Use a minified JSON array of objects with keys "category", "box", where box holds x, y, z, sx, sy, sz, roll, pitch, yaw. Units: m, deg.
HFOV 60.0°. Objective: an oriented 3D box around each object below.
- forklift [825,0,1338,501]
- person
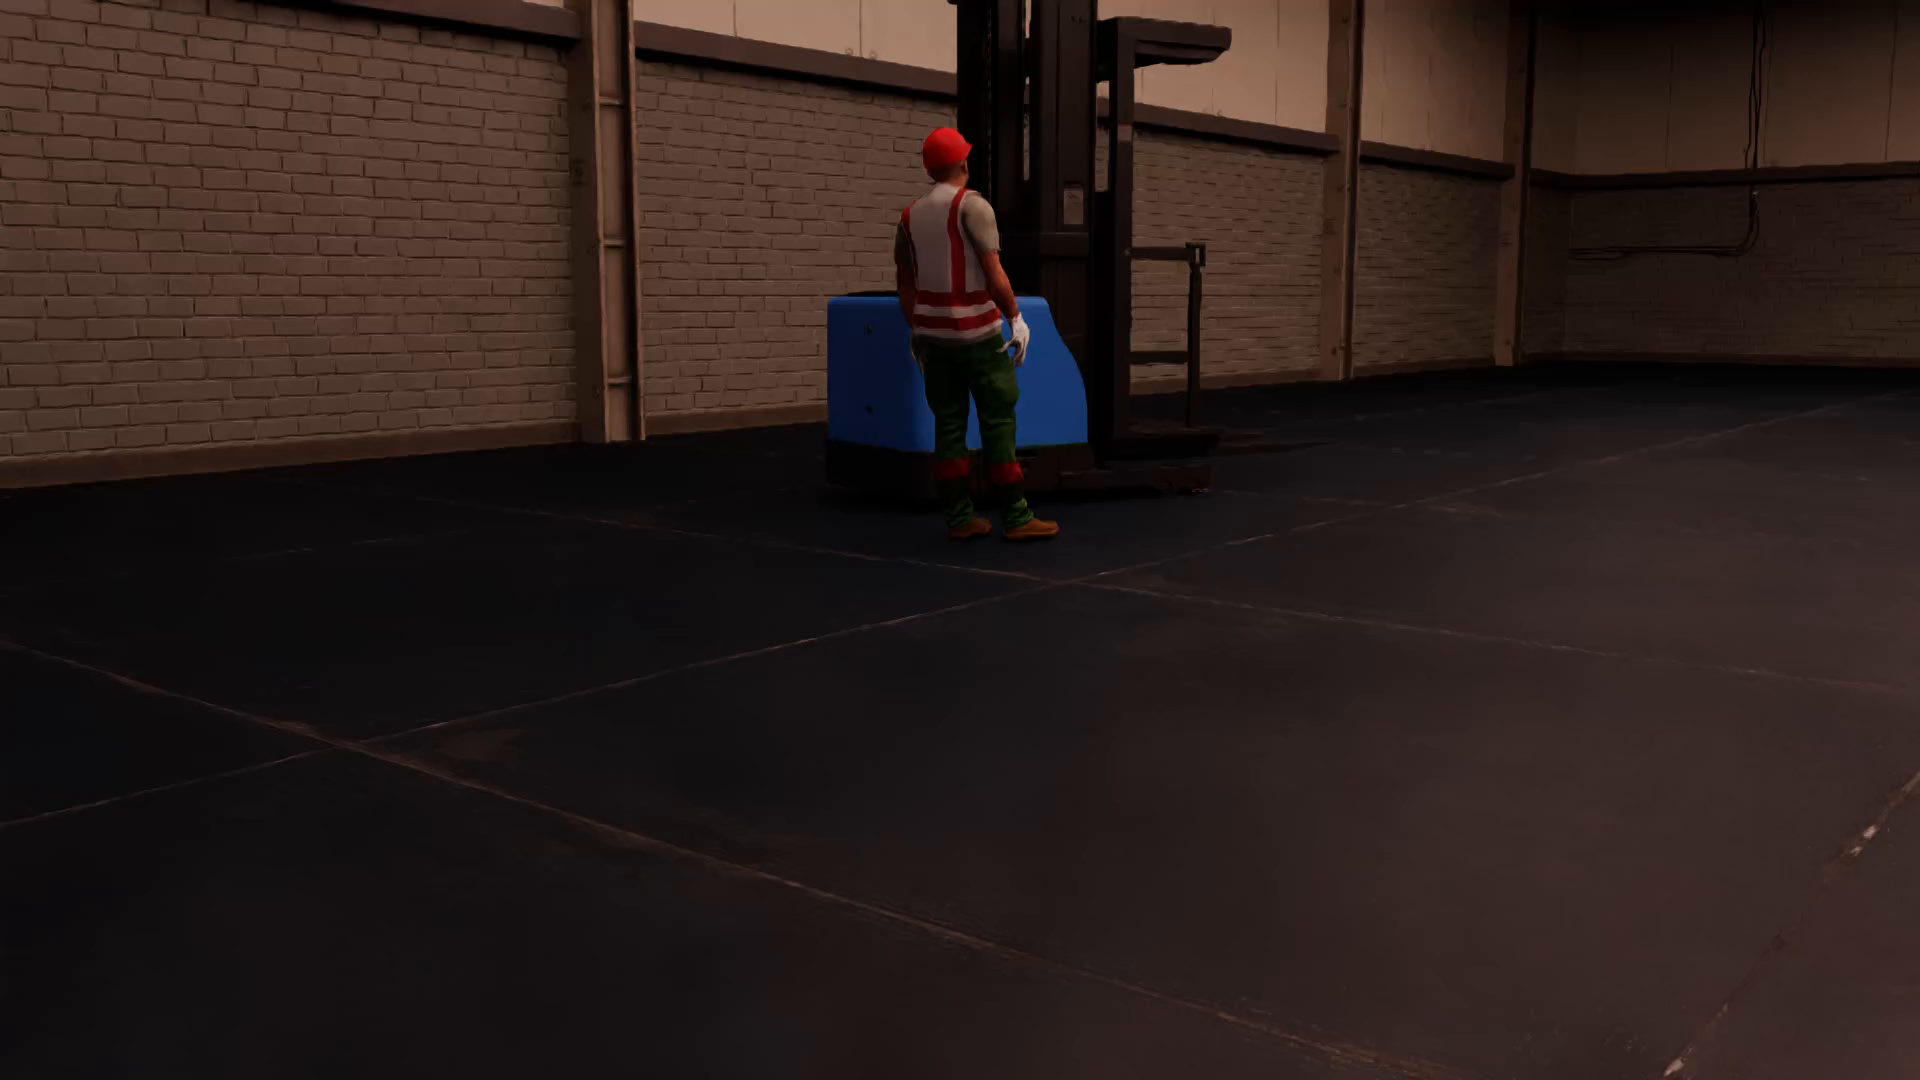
[{"category":"forklift","box":[0.795,-1.753,9.264,3.031,2.935,1.130,-5,10,-31]},{"category":"person","box":[0.059,-0.900,7.329,0.637,1.787,0.563,7,11,38]}]
